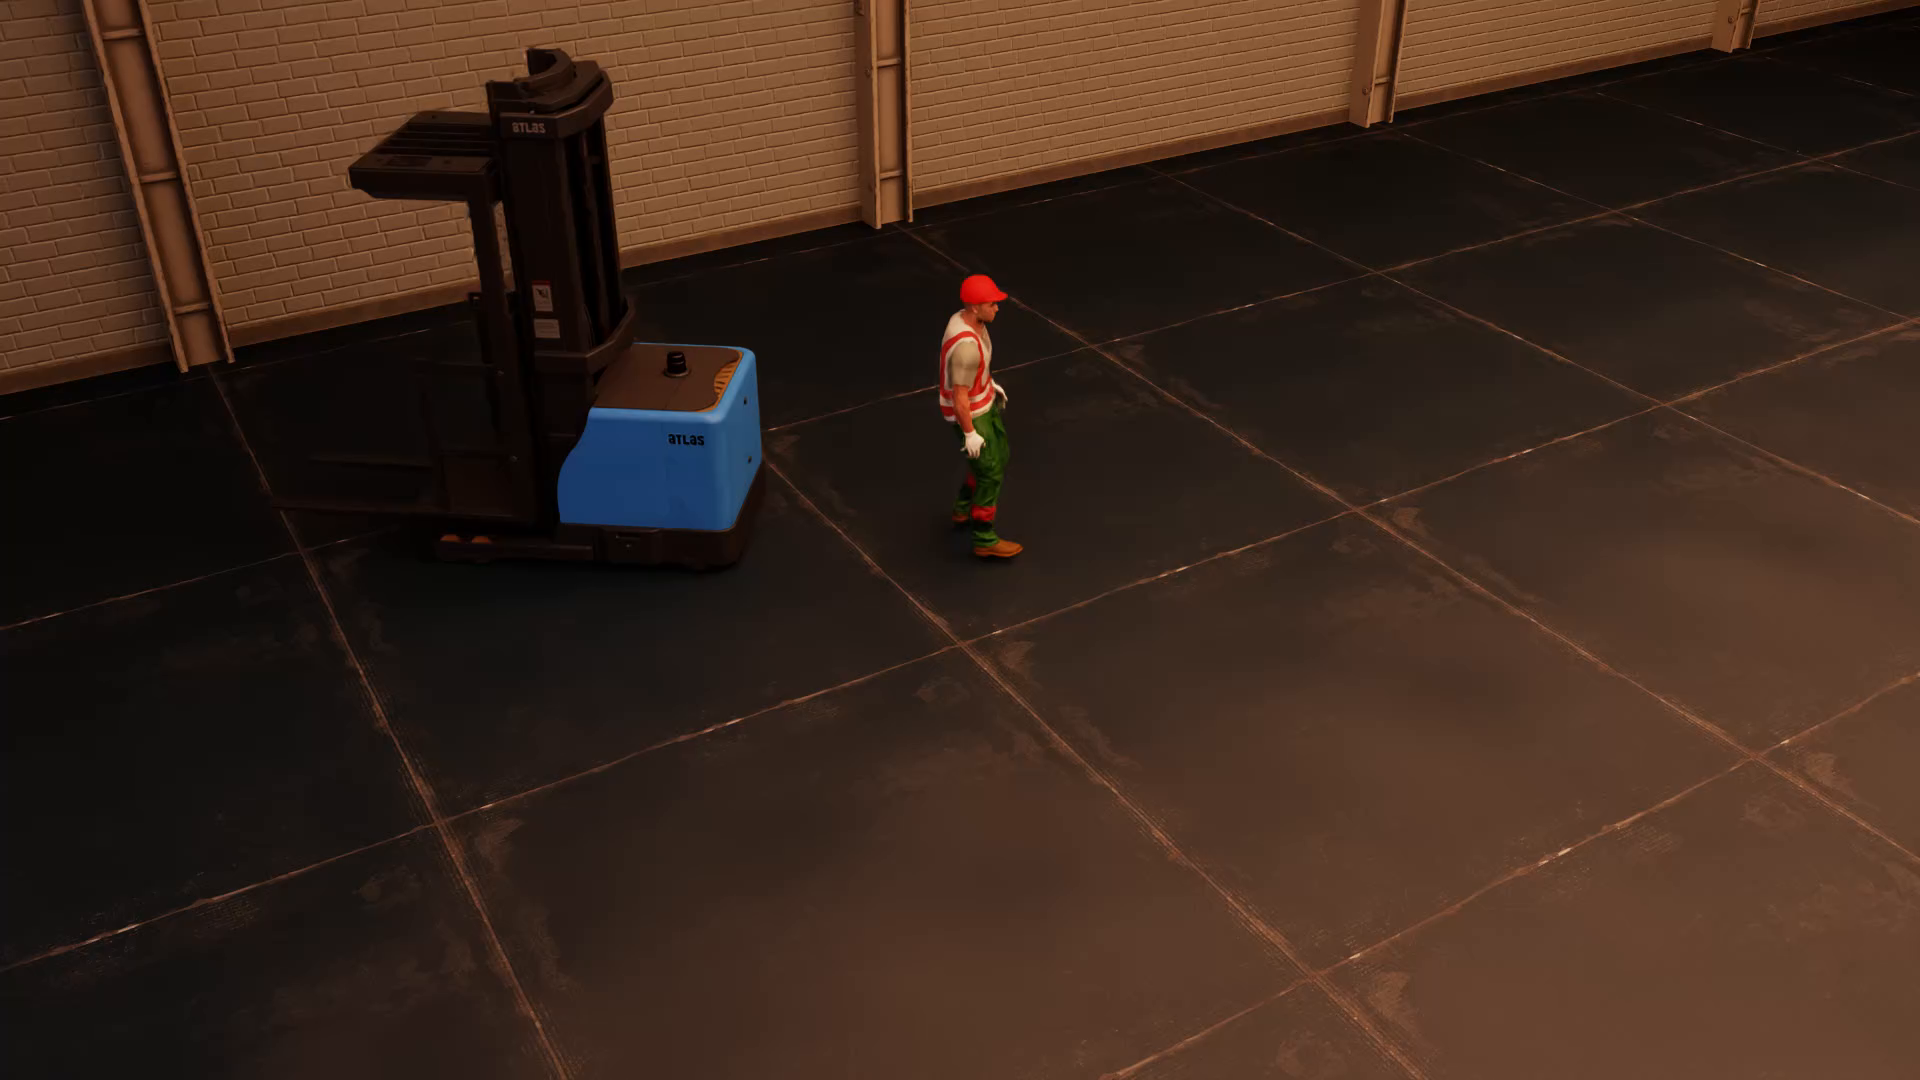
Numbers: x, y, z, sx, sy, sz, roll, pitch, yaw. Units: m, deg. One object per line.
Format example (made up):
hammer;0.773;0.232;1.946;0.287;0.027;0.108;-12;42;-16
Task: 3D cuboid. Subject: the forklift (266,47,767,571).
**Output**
forklift;-2.818;-1.379;9.951;3.031;2.935;1.130;3;31;5

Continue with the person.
person;0.149;-0.773;10.028;0.551;1.745;0.693;5;31;9
